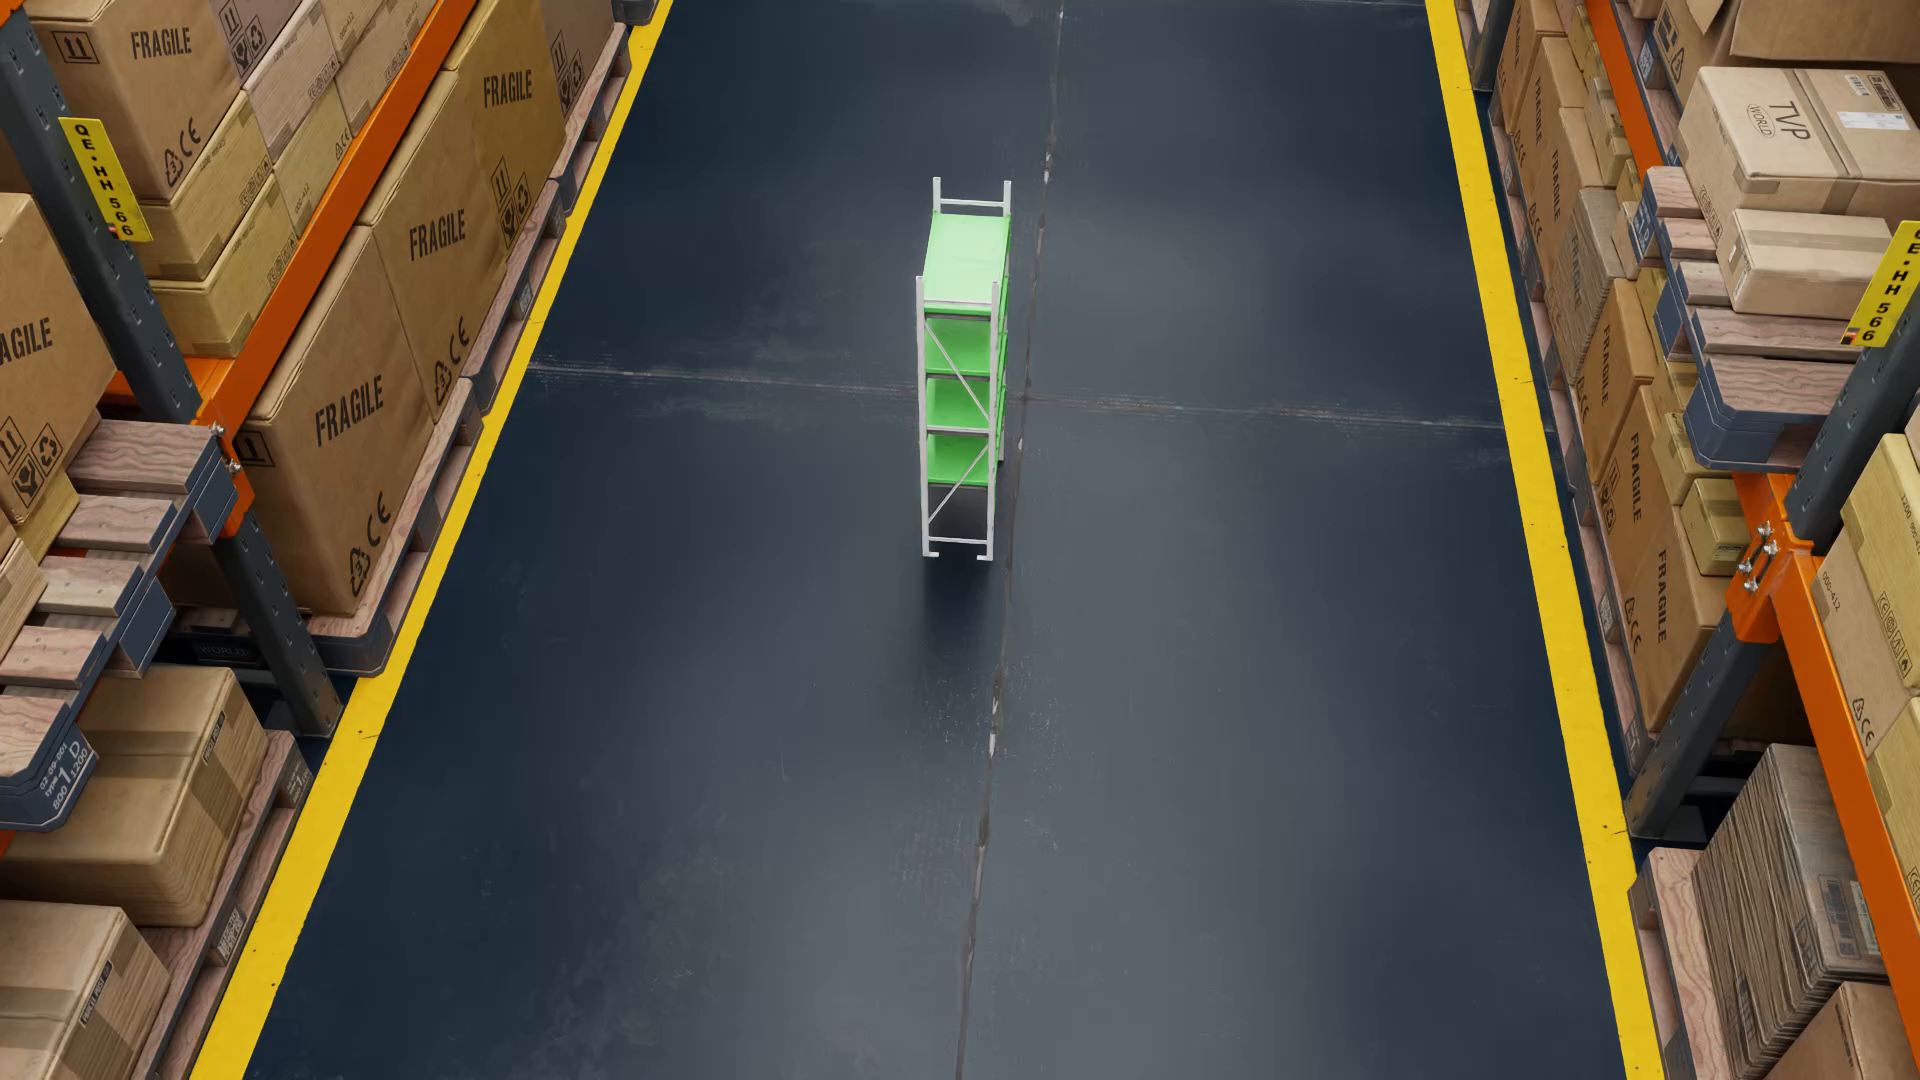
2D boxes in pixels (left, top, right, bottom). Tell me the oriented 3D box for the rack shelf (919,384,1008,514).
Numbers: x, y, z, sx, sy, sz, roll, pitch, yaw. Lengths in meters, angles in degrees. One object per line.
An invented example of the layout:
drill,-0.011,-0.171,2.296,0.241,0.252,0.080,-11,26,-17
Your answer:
rack shelf,0.015,-0.322,5.643,0.258,0.148,0.480,4,48,4

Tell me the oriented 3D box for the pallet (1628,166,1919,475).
pallet,2.484,-0.574,4.373,1.213,0.211,1.003,4,48,4

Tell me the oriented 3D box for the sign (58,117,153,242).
sign,-1.910,-0.802,3.720,0.100,0.325,0.005,4,48,4

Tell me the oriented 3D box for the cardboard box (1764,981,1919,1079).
cardboard box,2.369,1.461,3.705,0.875,0.625,0.625,5,48,5

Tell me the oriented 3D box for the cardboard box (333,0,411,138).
cardboard box,-2.074,-1.523,5.212,0.500,0.250,0.500,5,48,5

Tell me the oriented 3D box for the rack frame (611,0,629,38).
rack frame,-2.087,-3.407,6.833,1.000,3.000,0.127,4,48,4

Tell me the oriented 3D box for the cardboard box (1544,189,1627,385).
cardboard box,2.446,-0.894,5.945,0.500,0.500,0.500,2,48,2

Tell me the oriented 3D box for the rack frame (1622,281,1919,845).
rack frame,2.492,-0.136,3.842,1.000,3.000,0.127,4,48,4

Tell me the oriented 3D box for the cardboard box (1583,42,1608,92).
cardboard box,2.587,-1.747,6.285,0.380,0.149,0.250,3,48,3

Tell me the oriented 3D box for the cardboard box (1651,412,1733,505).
cardboard box,2.278,-0.236,4.903,0.380,0.149,0.250,2,48,2

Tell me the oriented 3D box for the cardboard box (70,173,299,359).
cardboard box,-2.157,-0.760,4.514,0.500,0.250,0.500,3,48,3

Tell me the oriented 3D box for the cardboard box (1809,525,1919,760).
cardboard box,2.208,0.224,3.614,0.500,0.250,0.500,4,48,4

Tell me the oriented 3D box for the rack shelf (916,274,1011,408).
rack shelf,0.015,-0.645,5.289,0.258,0.148,0.480,4,48,4

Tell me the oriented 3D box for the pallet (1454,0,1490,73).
pallet,2.920,-2.639,8.021,1.003,0.211,1.213,4,48,4

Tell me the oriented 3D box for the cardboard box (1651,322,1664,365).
cardboard box,2.416,-0.618,5.252,0.380,0.149,0.250,5,48,5

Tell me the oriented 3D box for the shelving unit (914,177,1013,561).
shelving unit,0.015,-0.527,5.419,0.258,1.200,0.503,4,48,4

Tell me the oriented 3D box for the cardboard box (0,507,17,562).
cardboard box,-2.253,-0.010,3.172,0.500,0.500,0.500,3,48,3

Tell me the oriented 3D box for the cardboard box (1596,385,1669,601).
cardboard box,2.372,-0.127,5.243,0.500,0.500,0.500,3,48,3

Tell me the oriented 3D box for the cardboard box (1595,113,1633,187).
cardboard box,2.502,-1.383,5.952,0.380,0.149,0.250,5,48,5

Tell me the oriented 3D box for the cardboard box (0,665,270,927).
cardboard box,-2.513,0.692,4.580,0.950,0.372,0.625,1,48,1

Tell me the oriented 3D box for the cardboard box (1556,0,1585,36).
cardboard box,2.610,-2.138,6.643,0.380,0.149,0.250,3,48,2

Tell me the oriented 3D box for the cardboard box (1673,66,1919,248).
cardboard box,2.265,-1.025,4.471,0.500,0.250,0.500,2,48,2

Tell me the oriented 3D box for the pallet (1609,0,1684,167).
pallet,2.664,-1.501,5.220,1.003,0.211,1.213,4,48,4

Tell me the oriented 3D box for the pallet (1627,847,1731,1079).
pallet,2.378,1.407,4.320,1.003,0.211,1.213,4,48,4

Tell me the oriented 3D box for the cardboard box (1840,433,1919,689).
cardboard box,2.183,0.053,3.431,0.500,0.250,0.500,4,48,3

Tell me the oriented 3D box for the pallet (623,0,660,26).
pallet,-1.940,-3.019,8.368,1.003,0.211,1.213,4,48,4

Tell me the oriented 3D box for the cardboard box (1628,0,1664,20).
cardboard box,2.471,-1.954,5.152,0.700,0.500,0.500,4,48,3

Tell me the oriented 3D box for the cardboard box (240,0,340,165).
cardboard box,-2.111,-1.321,4.688,0.500,0.250,0.500,5,48,4

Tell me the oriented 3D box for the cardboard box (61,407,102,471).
cardboard box,-2.247,-0.268,3.848,0.380,0.149,0.250,5,48,5

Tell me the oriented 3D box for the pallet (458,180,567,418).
pallet,-2.191,-0.995,6.517,1.003,0.211,1.213,4,48,4

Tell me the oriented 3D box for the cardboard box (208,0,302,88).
cardboard box,-2.128,-1.550,4.389,0.500,0.500,0.500,4,48,4

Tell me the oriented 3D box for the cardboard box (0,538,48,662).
cardboard box,-2.178,0.122,3.491,0.380,0.149,0.250,4,48,3

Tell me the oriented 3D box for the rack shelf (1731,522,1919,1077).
rack shelf,2.309,1.576,2.763,1.077,0.370,4.000,4,48,4

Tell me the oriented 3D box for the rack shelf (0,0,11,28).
rack shelf,-2.634,0.233,1.959,1.077,0.370,4.000,4,48,4

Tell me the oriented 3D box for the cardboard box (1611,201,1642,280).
cardboard box,2.433,-1.006,5.607,0.380,0.149,0.250,2,48,2

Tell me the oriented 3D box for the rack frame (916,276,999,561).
rack frame,-0.007,-0.347,5.255,0.240,1.200,0.015,4,48,4

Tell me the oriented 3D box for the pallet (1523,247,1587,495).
pallet,2.711,-0.635,6.188,1.003,0.211,1.213,4,48,4

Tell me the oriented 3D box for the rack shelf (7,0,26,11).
rack shelf,-2.269,-2.707,4.648,1.077,0.370,4.000,4,48,4

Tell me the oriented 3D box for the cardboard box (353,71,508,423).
cardboard box,-2.221,-1.049,5.832,0.875,0.875,0.875,4,48,4

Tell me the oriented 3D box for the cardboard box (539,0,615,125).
cardboard box,-2.064,-2.370,7.041,0.875,0.875,0.875,5,48,5

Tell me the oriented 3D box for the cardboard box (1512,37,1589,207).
cardboard box,2.549,-1.642,6.628,0.500,0.500,0.500,3,48,3
